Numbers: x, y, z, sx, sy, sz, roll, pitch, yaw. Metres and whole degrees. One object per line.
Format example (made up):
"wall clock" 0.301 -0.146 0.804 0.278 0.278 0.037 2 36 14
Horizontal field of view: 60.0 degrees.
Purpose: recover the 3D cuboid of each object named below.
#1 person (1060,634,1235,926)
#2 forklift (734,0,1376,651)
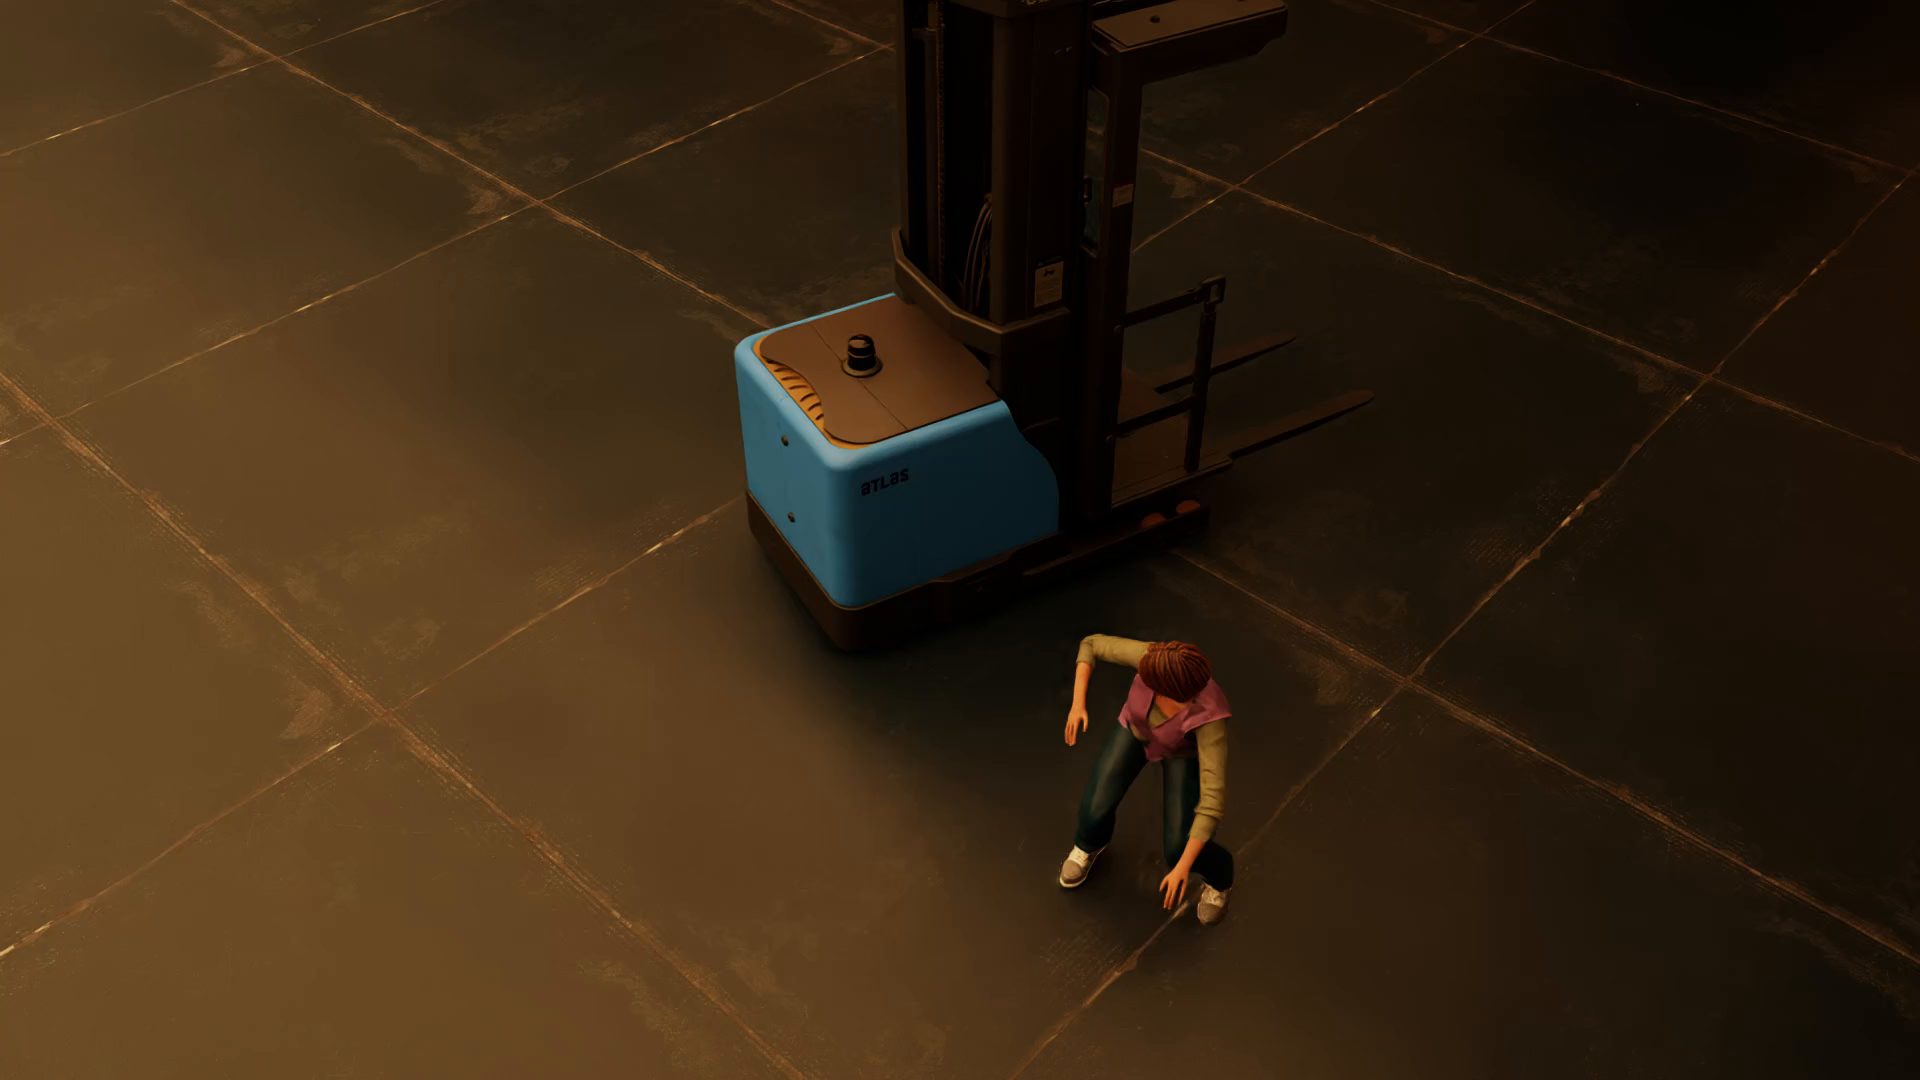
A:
"person" 0.625 0.827 5.709 0.686 1.350 0.811 22 45 23
"forklift" 0.565 -1.349 7.001 3.031 2.935 1.130 -21 45 -22
